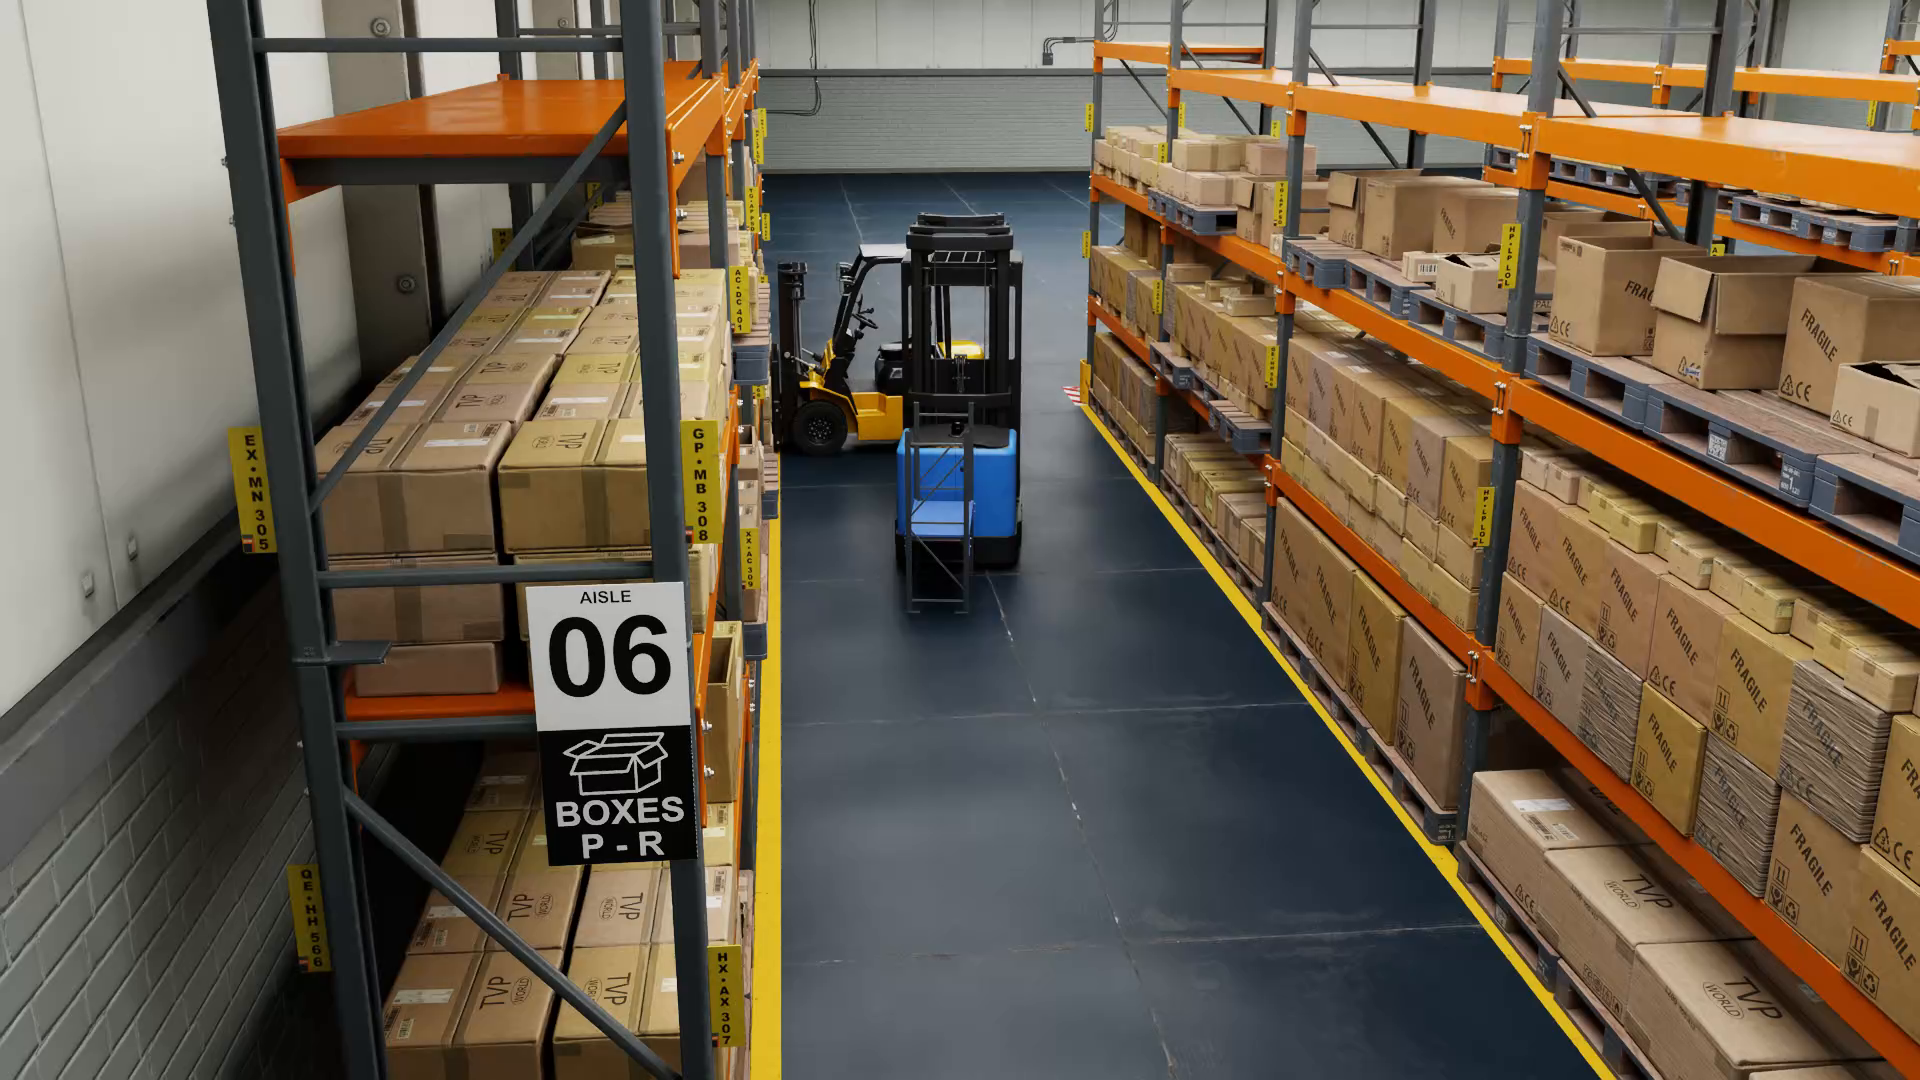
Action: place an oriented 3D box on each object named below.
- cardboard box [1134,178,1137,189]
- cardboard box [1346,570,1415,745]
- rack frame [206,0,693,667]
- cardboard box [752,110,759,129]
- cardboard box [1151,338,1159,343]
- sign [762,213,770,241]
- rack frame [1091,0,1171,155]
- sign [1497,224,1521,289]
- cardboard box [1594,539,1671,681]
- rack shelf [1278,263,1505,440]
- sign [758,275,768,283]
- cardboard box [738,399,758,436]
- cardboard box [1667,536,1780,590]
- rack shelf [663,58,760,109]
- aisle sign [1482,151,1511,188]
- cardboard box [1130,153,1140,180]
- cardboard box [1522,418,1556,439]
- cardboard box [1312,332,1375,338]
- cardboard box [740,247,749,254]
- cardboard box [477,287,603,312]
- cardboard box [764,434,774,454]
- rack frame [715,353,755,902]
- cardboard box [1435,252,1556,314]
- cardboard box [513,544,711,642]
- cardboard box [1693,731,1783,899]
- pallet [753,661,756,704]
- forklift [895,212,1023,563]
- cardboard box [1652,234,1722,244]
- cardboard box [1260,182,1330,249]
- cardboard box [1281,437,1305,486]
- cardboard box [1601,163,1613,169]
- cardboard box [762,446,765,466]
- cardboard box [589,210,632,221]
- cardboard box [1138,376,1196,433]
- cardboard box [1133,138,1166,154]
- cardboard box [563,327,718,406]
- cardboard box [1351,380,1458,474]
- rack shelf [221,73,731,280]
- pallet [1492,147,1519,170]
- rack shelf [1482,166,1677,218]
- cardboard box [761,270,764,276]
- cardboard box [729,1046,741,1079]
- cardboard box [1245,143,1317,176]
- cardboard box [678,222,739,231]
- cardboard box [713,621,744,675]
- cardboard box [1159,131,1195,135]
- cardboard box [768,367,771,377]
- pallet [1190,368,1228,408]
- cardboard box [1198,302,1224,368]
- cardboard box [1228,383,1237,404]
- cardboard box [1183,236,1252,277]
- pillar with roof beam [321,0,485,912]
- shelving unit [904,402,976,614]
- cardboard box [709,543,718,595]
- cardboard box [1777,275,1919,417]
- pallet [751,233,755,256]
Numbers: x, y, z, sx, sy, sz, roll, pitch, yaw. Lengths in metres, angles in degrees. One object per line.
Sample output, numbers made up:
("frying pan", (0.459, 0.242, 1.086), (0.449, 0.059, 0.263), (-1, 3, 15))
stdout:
("cardboard box", (2.097, -3.870, 17.982), (0.380, 0.149, 0.250), (-2, 18, -6))
("cardboard box", (3.078, 0.735, 10.748), (0.875, 0.875, 0.875), (-1, 17, -4))
("rack frame", (-1.202, -1.144, 3.869), (1.000, 3.000, 0.127), (-2, 18, -6))
("cardboard box", (-2.564, -4.651, 19.013), (0.500, 0.500, 0.500), (-1, 17, -4))
("cardboard box", (2.161, -1.977, 16.960), (0.380, 0.149, 0.250), (-2, 18, -6))
("sign", (-2.311, -3.726, 19.783), (0.100, 0.325, 0.005), (-2, 18, -6))
("rack frame", (2.085, -6.065, 19.545), (1.000, 3.000, 0.127), (-2, 18, -6))
("sign", (2.784, -1.436, 8.419), (0.100, 0.325, 0.005), (-2, 18, -6))
("cardboard box", (3.218, 0.301, 7.448), (0.500, 0.500, 0.500), (-1, 17, -5))
("rack shelf", (3.116, -1.311, 10.612), (1.077, 0.370, 4.000), (-2, 18, -6))
("sign", (-1.901, -2.391, 16.057), (0.100, 0.325, 0.005), (-2, 18, -6))
("cardboard box", (-1.805, -0.972, 12.755), (0.500, 0.250, 0.500), (-2, 18, -6))
("cardboard box", (3.235, 0.095, 7.021), (0.380, 0.149, 0.250), (-2, 18, -5))
("rack shelf", (-2.646, -4.781, 17.323), (1.077, 0.370, 4.000), (-2, 18, -6))
("aisle sign", (6.692, -4.638, 20.675), (0.394, 0.787, 0.004), (-2, 18, -6))
("cardboard box", (2.093, -3.939, 17.533), (0.500, 0.250, 0.500), (-2, 18, -7))
("cardboard box", (3.483, -0.443, 9.817), (0.500, 0.500, 0.500), (-2, 18, -6))
("cardboard box", (3.094, -1.350, 13.179), (0.500, 0.500, 0.500), (-2, 18, -7))
("cardboard box", (-1.344, -1.507, 9.089), (0.380, 0.149, 0.250), (-2, 18, -7))
("cardboard box", (-1.777, -0.903, 7.029), (0.500, 0.250, 0.500), (-2, 18, -7))
("cardboard box", (-2.160, -0.899, 16.996), (0.500, 0.250, 0.500), (-2, 18, -5))
("rack frame", (-1.614, 0.527, 8.564), (1.000, 3.000, 0.127), (-2, 18, -6))
("cardboard box", (3.023, -1.473, 9.372), (0.500, 0.311, 0.500), (-2, 18, -6))
("cardboard box", (-0.976, 0.077, 4.744), (0.500, 0.250, 0.500), (-2, 18, -6))
("cardboard box", (3.322, 1.078, 6.641), (0.500, 0.500, 0.500), (-1, 17, -4))
("pallet", (-1.988, 0.889, 12.065), (1.003, 0.211, 1.213), (-2, 18, -6))
("forklift", (0.027, -1.585, 15.405), (1.130, 2.935, 3.031), (1, 17, 2))
("cardboard box", (7.407, -2.892, 17.400), (0.875, 0.550, 0.550), (-2, 18, -6))
("cardboard box", (2.822, -2.581, 13.288), (0.700, 0.500, 0.500), (-2, 18, -6))
("cardboard box", (2.710, -0.594, 12.385), (0.500, 0.250, 0.500), (-2, 18, -7))
("cardboard box", (7.001, -4.004, 17.540), (0.380, 0.149, 0.250), (-2, 17, -5))
("cardboard box", (-1.578, -0.561, 11.749), (0.380, 0.149, 0.250), (-1, 17, -5))
("cardboard box", (-2.240, -2.088, 10.975), (0.380, 0.149, 0.250), (-2, 18, -6))
("cardboard box", (2.169, -1.425, 17.419), (0.500, 0.500, 0.500), (-2, 18, -6))
("cardboard box", (2.047, -4.175, 17.620), (0.380, 0.149, 0.250), (-2, 17, -5))
("cardboard box", (-1.160, -0.614, 6.110), (0.500, 0.250, 0.500), (-1, 17, -4))
("cardboard box", (2.865, -0.737, 10.753), (0.500, 0.500, 0.500), (-1, 17, -5))
("rack shelf", (-1.408, -1.395, 5.875), (1.077, 0.370, 4.000), (-2, 18, -6))
("pallet", (7.085, -4.554, 19.888), (1.003, 0.211, 1.213), (-2, 18, -6))
("rack shelf", (7.204, -3.878, 18.787), (1.077, 0.370, 4.000), (-2, 18, -6))
("cardboard box", (-2.496, -2.803, 19.002), (0.500, 0.500, 0.500), (-1, 17, -4))
("cardboard box", (-1.220, 2.270, 6.484), (0.700, 0.500, 0.500), (-1, 17, -3))
("cardboard box", (2.811, -3.337, 14.579), (0.500, 0.250, 0.500), (-1, 17, -5))
("cardboard box", (-1.563, -1.877, 10.300), (0.380, 0.149, 0.250), (-2, 18, -5))
("cardboard box", (-1.319, 0.601, 8.082), (0.500, 0.250, 0.500), (-1, 17, -4))
("cardboard box", (2.439, -4.499, 18.653), (0.380, 0.149, 0.250), (-2, 18, -6))
("cardboard box", (-2.283, -1.676, 17.802), (0.500, 0.250, 0.500), (-1, 17, -4))
("pallet", (2.665, -1.316, 14.755), (1.003, 0.211, 1.213), (-2, 18, -6))
("cardboard box", (2.414, -1.803, 14.620), (0.500, 0.500, 0.500), (-2, 18, -8))
("cardboard box", (2.454, -1.217, 13.836), (0.380, 0.149, 0.250), (-3, 18, -8))
("cardboard box", (2.668, -2.815, 16.877), (0.700, 0.500, 0.500), (-2, 18, -6))
("pillar with roof beam", (1.843, -2.233, 7.339), (9.100, 9.000, 0.400), (-2, 18, -6))
("shelving unit", (-0.157, -0.282, 13.645), (0.538, 1.500, 1.048), (1, 17, 2))
("cardboard box", (-0.989, 0.074, 5.419), (0.380, 0.149, 0.250), (-1, 17, -4))
("cardboard box", (3.676, -0.768, 6.645), (0.500, 0.500, 0.500), (-1, 17, -5))
("pallet", (-2.186, -2.205, 12.574), (1.213, 0.211, 1.003), (-1, 17, -3))
